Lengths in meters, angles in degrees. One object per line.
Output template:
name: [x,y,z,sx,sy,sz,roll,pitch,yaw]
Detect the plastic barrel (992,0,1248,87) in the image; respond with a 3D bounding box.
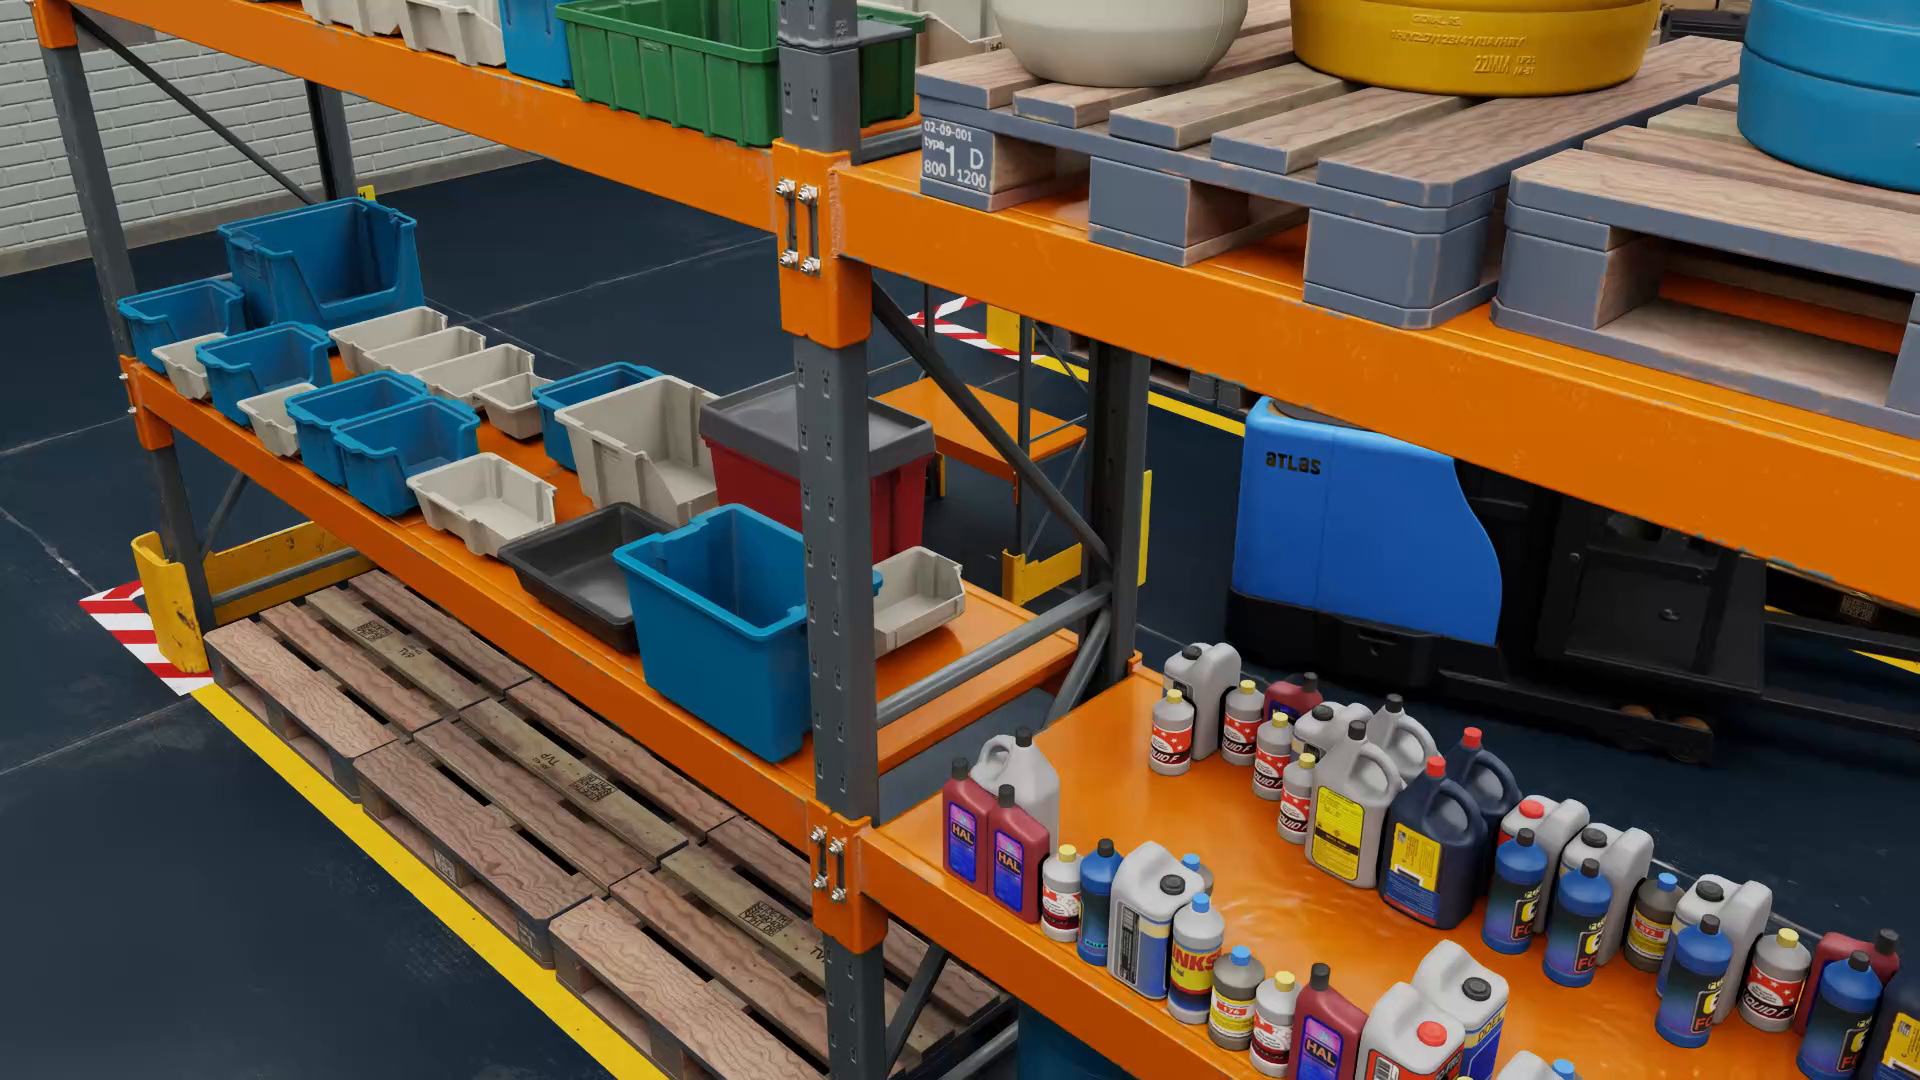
plastic barrel: [0.263,-1.032,2.669,0.433,0.535,0.433,0,28,0]

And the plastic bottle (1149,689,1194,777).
plastic bottle: [0.497,0.444,3.897,0.097,0.201,0.097,0,28,0]

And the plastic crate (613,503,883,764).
plastic crate: [-0.509,0.228,4.045,0.575,0.384,0.392,25,36,38]

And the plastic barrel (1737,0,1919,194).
plastic barrel: [1.388,-0.942,2.106,0.708,0.901,0.600,25,36,38]

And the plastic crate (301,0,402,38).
plastic crate: [-1.425,-1.468,4.223,0.530,0.282,0.437,25,36,38]

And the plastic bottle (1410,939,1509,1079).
plastic bottle: [0.893,0.871,3.004,0.135,0.276,0.152,25,36,38]

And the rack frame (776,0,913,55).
rack frame: [0.063,-2.368,2.585,0.127,3.000,1.000,25,36,38]

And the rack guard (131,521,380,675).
rack guard: [-2.815,0.085,7.052,0.348,0.500,1.175,25,36,38]

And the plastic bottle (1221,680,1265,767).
plastic bottle: [0.673,0.425,3.932,0.097,0.201,0.097,0,28,0]

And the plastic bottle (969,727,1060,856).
plastic bottle: [0.116,0.544,3.545,0.185,0.351,0.144,25,36,38]

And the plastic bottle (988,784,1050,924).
plastic bottle: [0.121,0.643,3.429,0.133,0.283,0.061,25,36,38]

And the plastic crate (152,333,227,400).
plastic crate: [-2.673,-0.606,5.898,0.298,0.136,0.250,25,36,38]

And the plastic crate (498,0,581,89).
plastic crate: [-0.810,-1.158,3.685,0.300,0.233,0.416,25,36,38]

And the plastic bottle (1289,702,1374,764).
plastic bottle: [0.831,0.482,3.743,0.135,0.276,0.152,25,36,38]

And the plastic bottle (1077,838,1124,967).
plastic bottle: [0.285,0.712,3.311,0.097,0.271,0.097,0,28,0]

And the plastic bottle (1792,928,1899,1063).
plastic bottle: [1.649,0.824,3.086,0.133,0.283,0.061,25,36,38]

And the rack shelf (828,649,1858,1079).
rack shelf: [1.489,1.258,2.907,4.000,0.370,1.077,25,36,38]

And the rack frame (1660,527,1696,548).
rack frame: [3.536,-1.357,7.107,0.127,3.000,1.000,25,36,38]

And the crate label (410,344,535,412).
crate label: [-1.668,-0.540,5.773,0.243,0.136,0.396,25,36,38]

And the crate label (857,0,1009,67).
crate label: [-0.083,-1.179,3.830,0.466,0.136,0.293,25,36,38]

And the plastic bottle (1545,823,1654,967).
plastic bottle: [1.287,0.691,3.346,0.135,0.276,0.152,25,36,38]

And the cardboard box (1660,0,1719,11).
cardboard box: [5.099,-3.882,11.484,0.500,0.500,0.500,-25,36,-39]

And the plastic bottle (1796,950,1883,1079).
plastic bottle: [1.607,0.861,3.028,0.097,0.271,0.097,0,28,0]

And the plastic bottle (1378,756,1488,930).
plastic bottle: [0.979,0.608,3.423,0.185,0.351,0.144,25,36,38]

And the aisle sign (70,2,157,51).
aisle sign: [-3.049,-2.094,5.715,0.004,0.787,0.394,25,36,38]

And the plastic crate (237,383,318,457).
plastic crate: [-2.189,-0.385,5.477,0.298,0.136,0.250,25,36,38]

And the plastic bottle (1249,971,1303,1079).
plastic bottle: [0.590,0.882,3.063,0.097,0.201,0.097,0,28,0]

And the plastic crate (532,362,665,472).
plastic crate: [-1.145,-0.386,5.376,0.300,0.233,0.416,25,36,38]

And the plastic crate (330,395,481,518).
plastic crate: [-1.691,-0.253,5.124,0.300,0.233,0.416,25,36,38]

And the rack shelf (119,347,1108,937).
rack shelf: [-1.363,-0.047,5.390,4.000,0.370,1.077,25,36,38]

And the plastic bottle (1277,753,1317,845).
plastic bottle: [0.757,0.563,3.670,0.097,0.201,0.097,0,28,0]

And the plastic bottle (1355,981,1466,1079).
plastic bottle: [0.787,0.922,2.908,0.135,0.276,0.152,25,36,38]

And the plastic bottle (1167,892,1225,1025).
plastic bottle: [0.451,0.788,3.167,0.097,0.271,0.097,0,28,0]

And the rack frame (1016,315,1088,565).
rack frame: [0.423,-0.470,7.033,0.032,1.500,0.500,25,36,38]

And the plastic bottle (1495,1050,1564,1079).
plastic bottle: [0.952,0.997,2.764,0.135,0.276,0.152,25,36,38]

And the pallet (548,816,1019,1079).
pallet: [-0.488,1.294,5.062,1.213,0.211,1.003,25,36,38]

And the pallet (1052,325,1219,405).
pallet: [1.309,-1.193,9.791,1.213,0.211,1.003,25,36,38]

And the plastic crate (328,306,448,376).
plastic crate: [-2.081,-0.722,6.119,0.243,0.136,0.396,25,36,38]

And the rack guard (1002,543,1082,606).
rack guard: [0.409,0.077,7.335,0.087,0.250,0.587,25,36,38]

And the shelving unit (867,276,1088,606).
shelving unit: [0.054,-0.639,7.354,1.083,1.500,0.587,25,36,38]

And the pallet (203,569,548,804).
pallet: [-2.228,0.498,6.576,1.213,0.211,1.003,25,36,38]

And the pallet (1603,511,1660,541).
pallet: [3.048,-0.397,8.277,1.213,0.211,1.003,25,36,38]

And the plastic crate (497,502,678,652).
plastic crate: [-0.923,0.106,4.556,0.590,0.125,0.437,25,36,38]

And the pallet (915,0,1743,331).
pallet: [0.691,-0.734,2.902,1.003,0.211,1.213,25,36,38]

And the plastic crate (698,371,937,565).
plastic crate: [-0.398,-0.142,4.665,0.583,0.464,0.402,25,36,38]

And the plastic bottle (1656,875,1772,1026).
plastic bottle: [1.452,0.767,3.202,0.135,0.276,0.152,25,36,38]

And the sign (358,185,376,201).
sign: [-2.415,-1.278,6.783,0.005,0.325,0.100,25,36,38]

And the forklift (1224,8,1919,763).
forklift: [2.651,-0.753,6.033,3.031,2.935,1.130,12,30,21]

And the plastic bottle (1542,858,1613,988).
plastic bottle: [1.213,0.740,3.257,0.097,0.271,0.097,0,28,0]

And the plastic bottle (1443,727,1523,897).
plastic bottle: [1.080,0.560,3.514,0.185,0.351,0.144,25,36,38]
